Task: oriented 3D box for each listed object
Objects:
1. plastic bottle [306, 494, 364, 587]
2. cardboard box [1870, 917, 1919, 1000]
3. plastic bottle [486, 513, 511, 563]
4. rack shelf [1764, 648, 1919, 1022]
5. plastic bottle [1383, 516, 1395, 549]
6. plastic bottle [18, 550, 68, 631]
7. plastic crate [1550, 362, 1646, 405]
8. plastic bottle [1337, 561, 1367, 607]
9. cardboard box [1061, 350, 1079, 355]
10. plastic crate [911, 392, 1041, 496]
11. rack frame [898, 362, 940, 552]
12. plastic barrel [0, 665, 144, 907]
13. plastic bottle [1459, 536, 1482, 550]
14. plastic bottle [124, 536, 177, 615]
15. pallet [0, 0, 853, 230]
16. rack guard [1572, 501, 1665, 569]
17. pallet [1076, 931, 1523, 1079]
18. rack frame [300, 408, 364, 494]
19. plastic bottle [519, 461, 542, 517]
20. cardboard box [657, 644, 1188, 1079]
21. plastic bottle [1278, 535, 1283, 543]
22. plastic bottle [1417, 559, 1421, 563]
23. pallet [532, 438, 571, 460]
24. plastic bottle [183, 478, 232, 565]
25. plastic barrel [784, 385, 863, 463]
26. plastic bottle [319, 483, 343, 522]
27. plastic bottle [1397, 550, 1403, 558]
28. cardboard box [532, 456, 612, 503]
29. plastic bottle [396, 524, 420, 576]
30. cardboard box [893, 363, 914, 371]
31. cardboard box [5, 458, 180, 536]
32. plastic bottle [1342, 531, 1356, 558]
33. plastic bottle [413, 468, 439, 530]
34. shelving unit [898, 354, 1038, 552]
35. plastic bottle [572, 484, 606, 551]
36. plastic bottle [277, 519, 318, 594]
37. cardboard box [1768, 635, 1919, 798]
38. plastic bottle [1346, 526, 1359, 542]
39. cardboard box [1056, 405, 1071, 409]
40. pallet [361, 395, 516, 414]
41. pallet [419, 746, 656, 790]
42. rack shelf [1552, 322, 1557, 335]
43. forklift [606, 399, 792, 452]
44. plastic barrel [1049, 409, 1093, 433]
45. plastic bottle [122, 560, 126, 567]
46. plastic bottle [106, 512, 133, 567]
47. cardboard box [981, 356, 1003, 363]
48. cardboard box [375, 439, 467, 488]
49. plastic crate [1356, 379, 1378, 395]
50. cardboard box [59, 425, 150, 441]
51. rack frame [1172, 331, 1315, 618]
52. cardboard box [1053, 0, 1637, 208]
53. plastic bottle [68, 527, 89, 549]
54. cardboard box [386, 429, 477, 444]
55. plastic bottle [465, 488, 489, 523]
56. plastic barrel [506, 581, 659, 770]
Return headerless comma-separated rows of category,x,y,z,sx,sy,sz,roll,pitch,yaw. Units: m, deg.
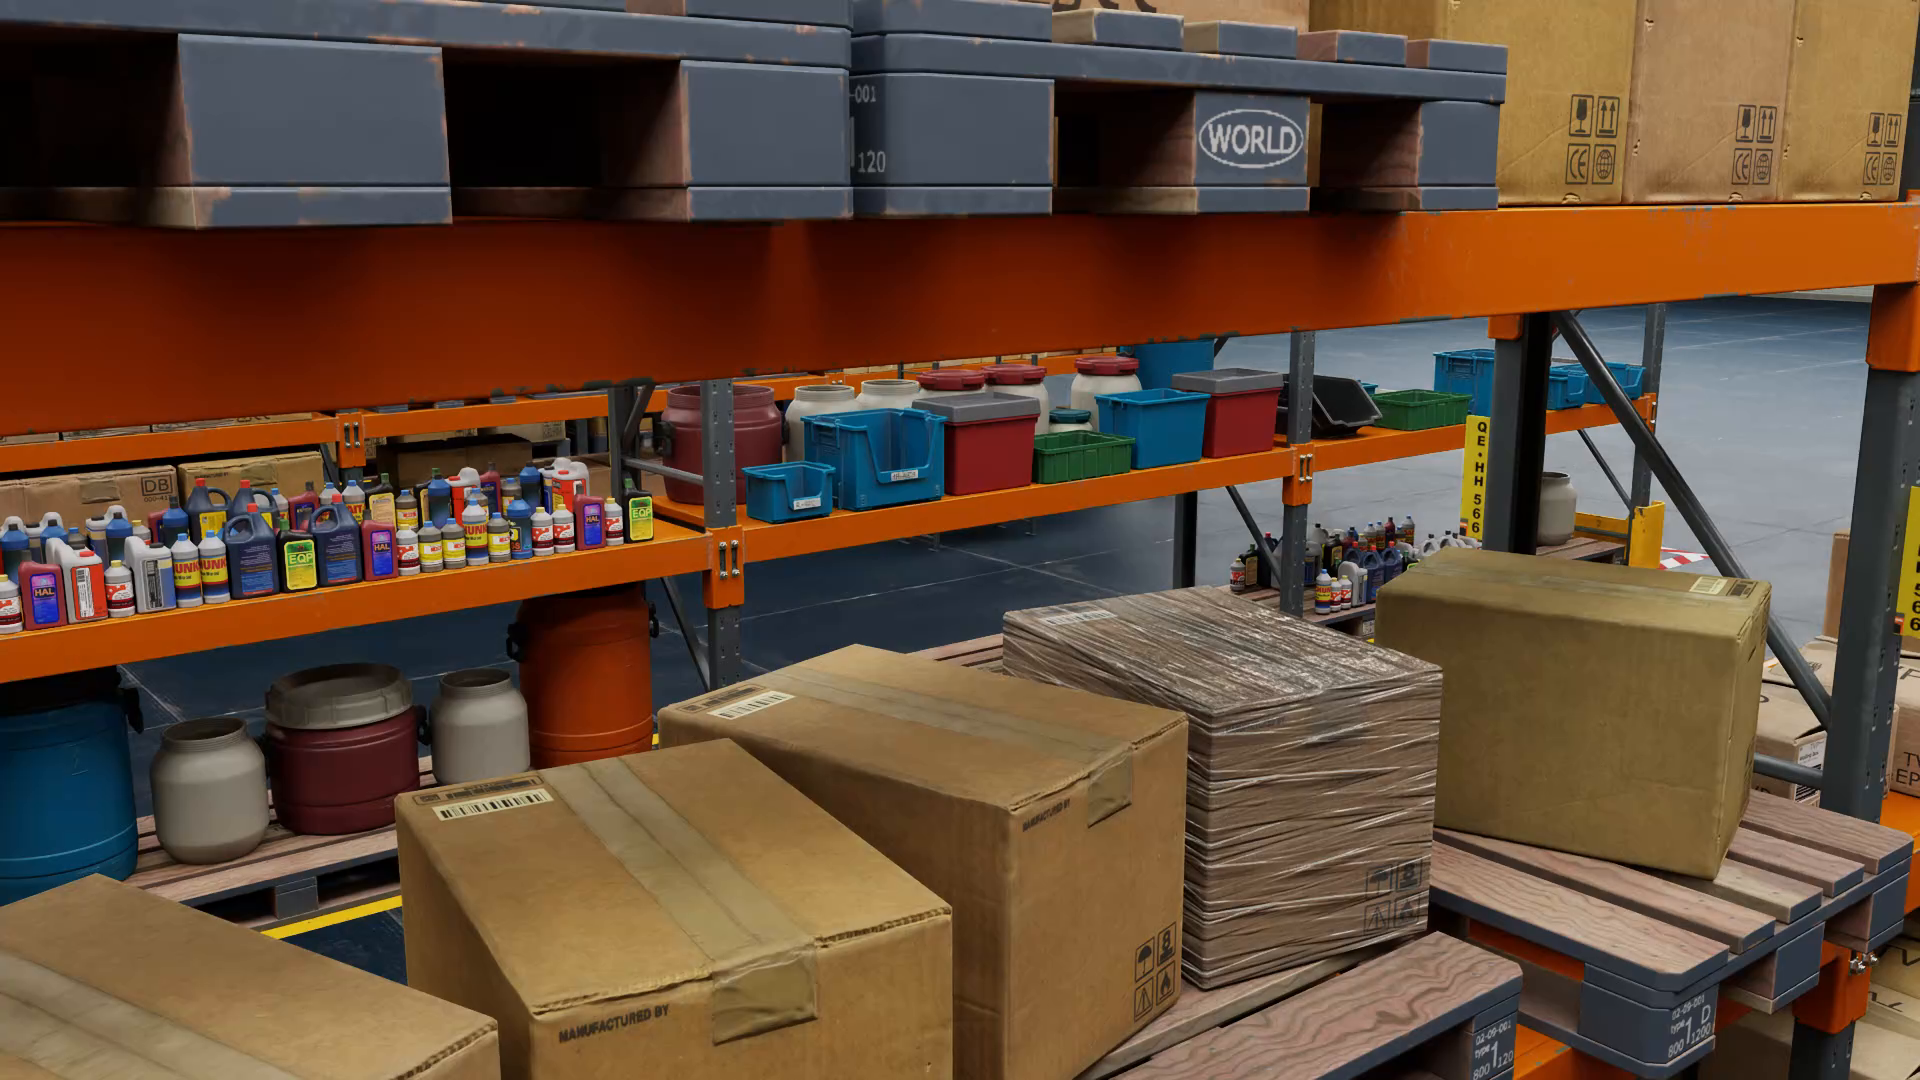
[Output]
plastic bottle,-2.463,-0.003,6.541,0.185,0.351,0.144,-9,15,-38
cardboard box,2.718,1.268,4.694,0.500,0.311,0.500,-10,16,-39
plastic bottle,-1.930,-0.013,6.944,0.097,0.201,0.097,0,12,0
rack shelf,3.283,0.585,5.384,4.000,0.370,1.077,-9,15,-38
plastic bottle,3.078,-0.025,12.004,0.133,0.283,0.061,-9,15,-37
plastic bottle,-3.248,0.171,5.882,0.133,0.283,0.061,-9,15,-38
plastic crate,4.672,-1.163,12.243,0.616,0.251,0.499,-9,15,-38
plastic bottle,2.511,0.270,10.633,0.135,0.276,0.152,-9,15,-36
cardboard box,0.904,-1.831,15.633,0.250,0.149,0.380,-9,15,-38
plastic crate,0.082,-0.503,8.620,0.583,0.464,0.402,-9,15,-38
rack frame,-0.330,-0.679,13.214,0.032,1.500,0.500,-9,15,-38
plastic barrel,-3.506,0.869,6.355,0.708,0.901,0.600,-9,15,-38
plastic bottle,3.502,0.105,11.409,0.135,0.276,0.152,-9,15,-37
plastic bottle,-2.990,0.120,6.141,0.135,0.276,0.152,-9,15,-38
pallet,-0.849,-0.437,1.696,1.003,0.211,1.213,-9,15,-38
rack guard,4.846,-0.109,12.939,0.348,0.500,1.175,-9,15,-38
pallet,0.205,0.840,2.915,1.213,0.211,1.003,-9,15,-38
rack frame,-4.465,-1.115,11.656,0.127,3.000,1.000,-9,15,-38
plastic bottle,-2.018,-0.234,7.819,0.097,0.271,0.097,0,12,0
cardboard box,-0.062,0.518,2.716,0.700,0.500,0.500,9,15,36
plastic bottle,2.225,0.095,11.278,0.185,0.351,0.144,-10,16,-40
plastic bottle,3.025,0.228,11.009,0.097,0.201,0.097,0,12,0
pallet,-4.916,-0.975,17.711,1.213,0.211,1.003,-9,15,-38
plastic bottle,-3.121,-0.083,6.918,0.185,0.351,0.144,-9,15,-38
plastic barrel,-0.701,-0.534,8.653,0.421,0.512,0.421,0,12,0
plastic bottle,-2.740,-0.114,7.254,0.097,0.271,0.097,0,12,0
plastic bottle,2.881,0.202,10.965,0.097,0.271,0.097,0,12,0
cardboard box,-3.091,-0.346,12.995,0.500,0.500,0.700,-8,14,-33
plastic bottle,-2.234,0.038,6.707,0.097,0.201,0.097,0,12,0
cardboard box,-0.604,-1.557,14.345,0.250,0.149,0.380,-9,15,-38
cardboard box,-5.717,-0.080,10.889,0.875,0.875,1.225,-9,15,-37
plastic bottle,2.674,0.083,11.497,0.133,0.283,0.061,-9,15,-38
plastic bottle,-2.405,-0.180,7.538,0.133,0.283,0.061,-9,15,-38
shelving unit,0.067,-0.745,13.525,1.048,1.500,0.538,-9,15,-38
plastic bottle,-1.600,-0.103,7.171,0.133,0.283,0.061,-9,15,-38
plastic bottle,-2.561,0.057,6.419,0.133,0.283,0.061,-9,15,-38
cardboard box,2.540,0.452,4.495,0.500,0.311,0.500,-10,15,-38
plastic bottle,2.762,0.039,11.735,0.097,0.271,0.097,0,12,0
cardboard box,1.284,-1.057,16.392,0.500,0.500,0.500,-6,14,-27
pallet,-3.975,-1.130,12.193,1.003,0.211,1.213,-9,15,-38
pallet,-1.960,1.162,7.649,1.213,0.211,1.003,-9,15,-38
rack shelf,3.283,-0.882,5.072,4.000,0.370,1.077,-9,15,-38
forklift,-2.708,-1.779,14.950,3.031,2.935,1.130,-10,15,-39
plastic barrel,0.623,-0.616,9.640,0.301,0.262,0.301,0,12,0
plastic bottle,-3.083,0.139,6.233,0.097,0.201,0.097,0,12,0
plastic bottle,-3.331,0.025,6.601,0.097,0.271,0.097,0,12,0
cardboard box,0.177,-1.687,14.955,0.250,0.149,0.380,-9,15,-38
cardboard box,-3.960,-0.566,12.225,0.500,0.250,0.500,-9,15,-35
plastic crate,2.447,-0.945,11.216,0.616,0.251,0.499,-9,15,-38
cardboard box,-5.492,-0.928,10.535,0.500,0.500,0.500,-10,16,-39
rack frame,1.753,-0.830,10.317,0.127,3.000,1.000,-9,15,-38
cardboard box,0.597,-0.828,2.843,0.500,0.500,0.910,-9,15,-38
plastic bottle,-3.531,0.052,6.642,0.097,0.201,0.097,0,12,0
cardboard box,-5.545,-1.336,17.106,0.750,0.750,1.050,-9,15,-38
plastic bottle,-2.179,-0.132,7.509,0.097,0.201,0.097,0,12,0
plastic barrel,-1.742,0.611,7.743,0.708,0.830,0.600,-9,15,-38
